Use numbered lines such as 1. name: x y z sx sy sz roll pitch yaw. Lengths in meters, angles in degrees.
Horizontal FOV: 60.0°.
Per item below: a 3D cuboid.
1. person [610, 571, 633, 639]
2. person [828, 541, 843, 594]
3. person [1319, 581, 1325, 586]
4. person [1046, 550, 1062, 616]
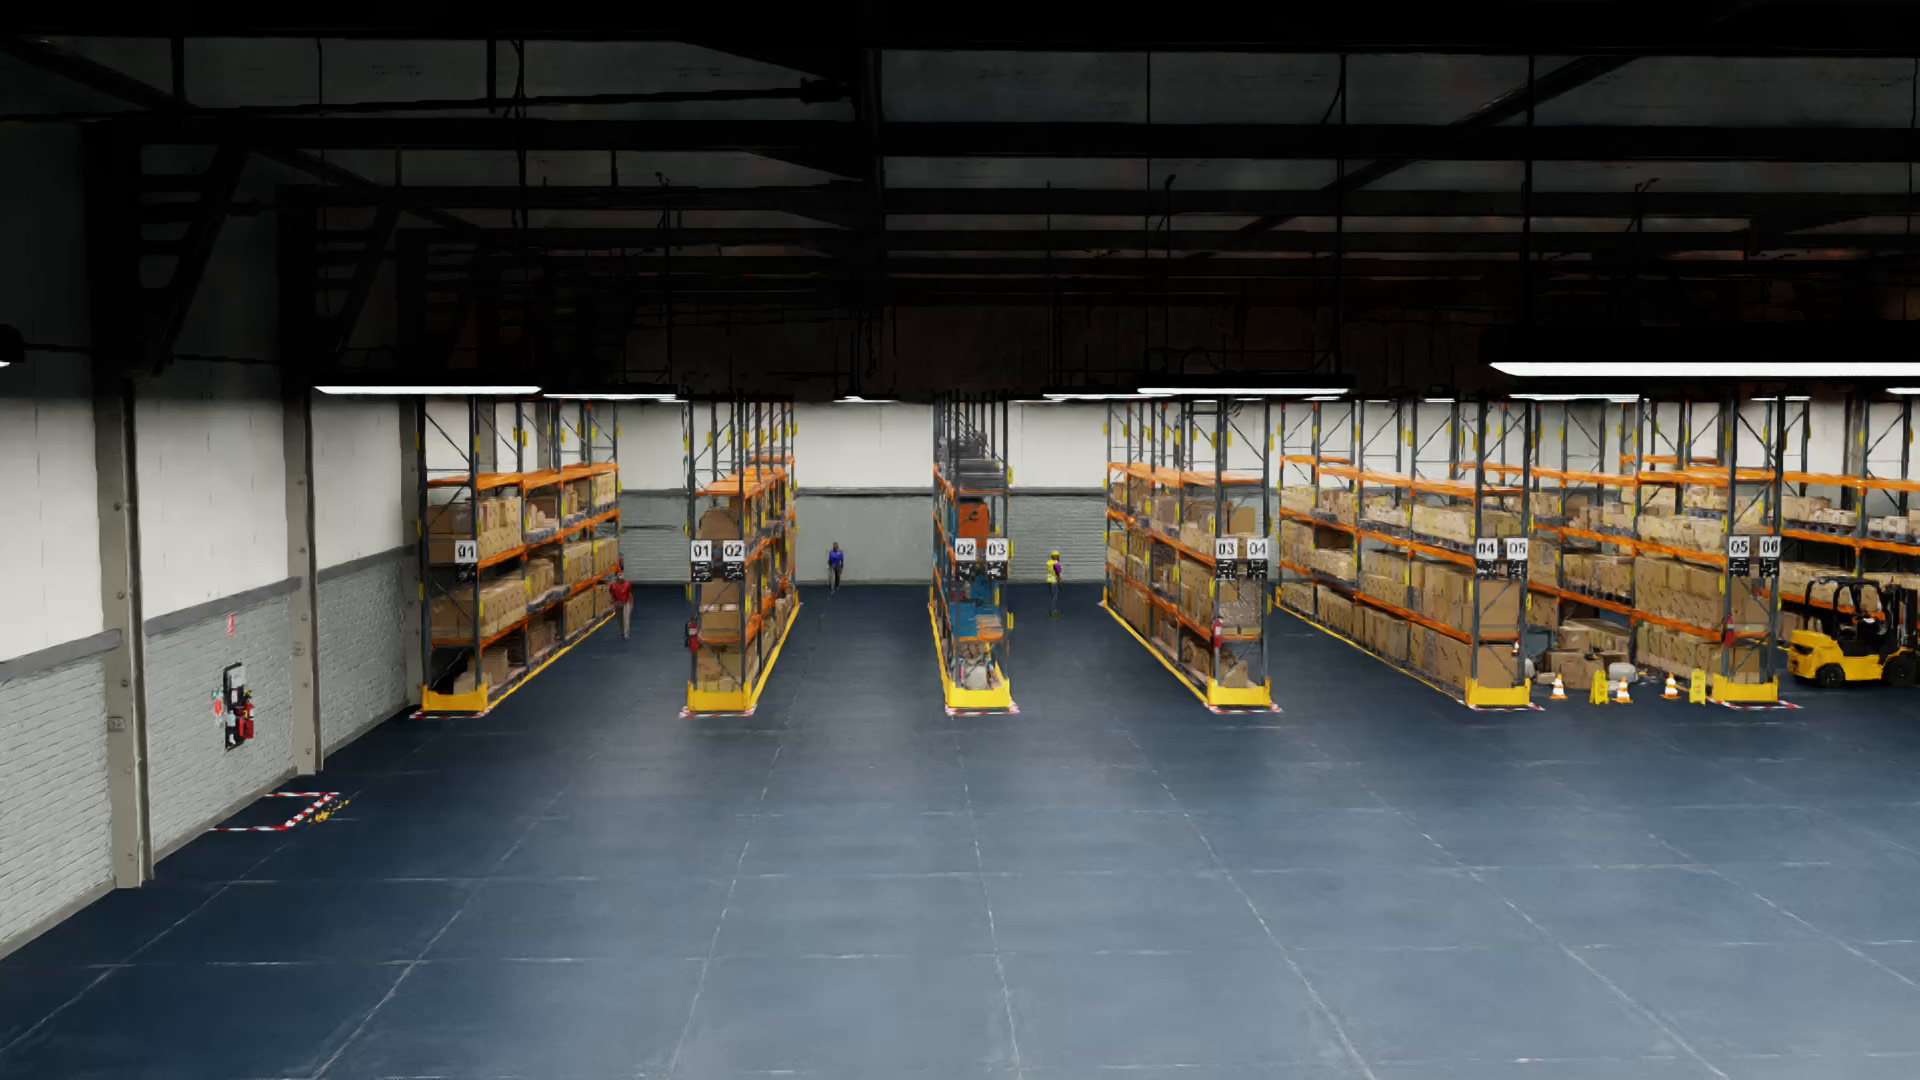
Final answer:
1. person: -8.292 1.563 40.663 0.547 1.640 1.116 0 5 -5
2. person: -3.758 0.817 50.323 0.445 1.574 1.076 0 5 -5
3. person: 10.508 0.918 48.784 0.561 1.666 0.621 -2 5 -24
4. person: 2.592 1.153 44.991 0.464 1.772 0.645 -2 5 -24
